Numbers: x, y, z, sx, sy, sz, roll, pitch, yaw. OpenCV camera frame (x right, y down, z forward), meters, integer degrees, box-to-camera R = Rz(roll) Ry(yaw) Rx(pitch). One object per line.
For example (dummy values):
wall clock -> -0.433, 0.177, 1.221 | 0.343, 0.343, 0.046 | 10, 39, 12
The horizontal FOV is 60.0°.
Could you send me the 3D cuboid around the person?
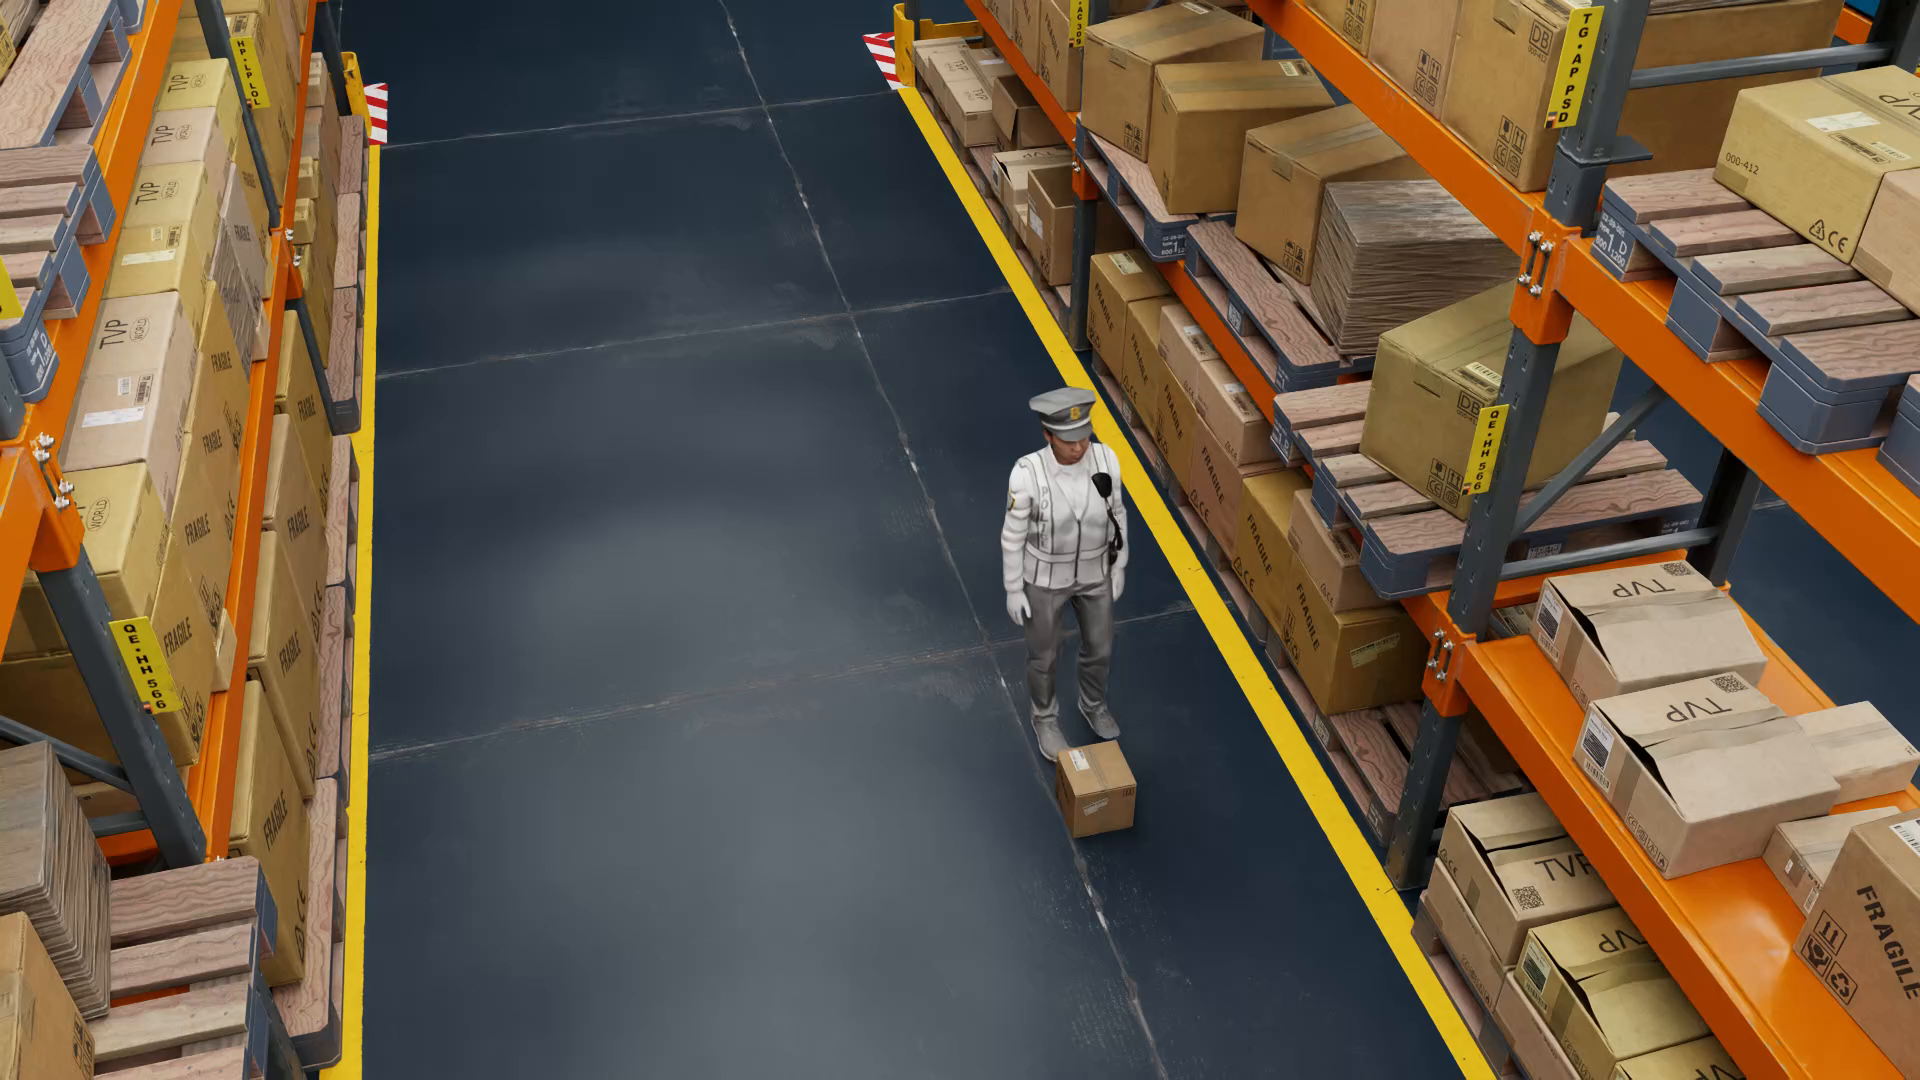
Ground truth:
person -> 0.425, 0.170, 6.522 | 0.517, 1.737, 0.389 | -9, 39, -11
